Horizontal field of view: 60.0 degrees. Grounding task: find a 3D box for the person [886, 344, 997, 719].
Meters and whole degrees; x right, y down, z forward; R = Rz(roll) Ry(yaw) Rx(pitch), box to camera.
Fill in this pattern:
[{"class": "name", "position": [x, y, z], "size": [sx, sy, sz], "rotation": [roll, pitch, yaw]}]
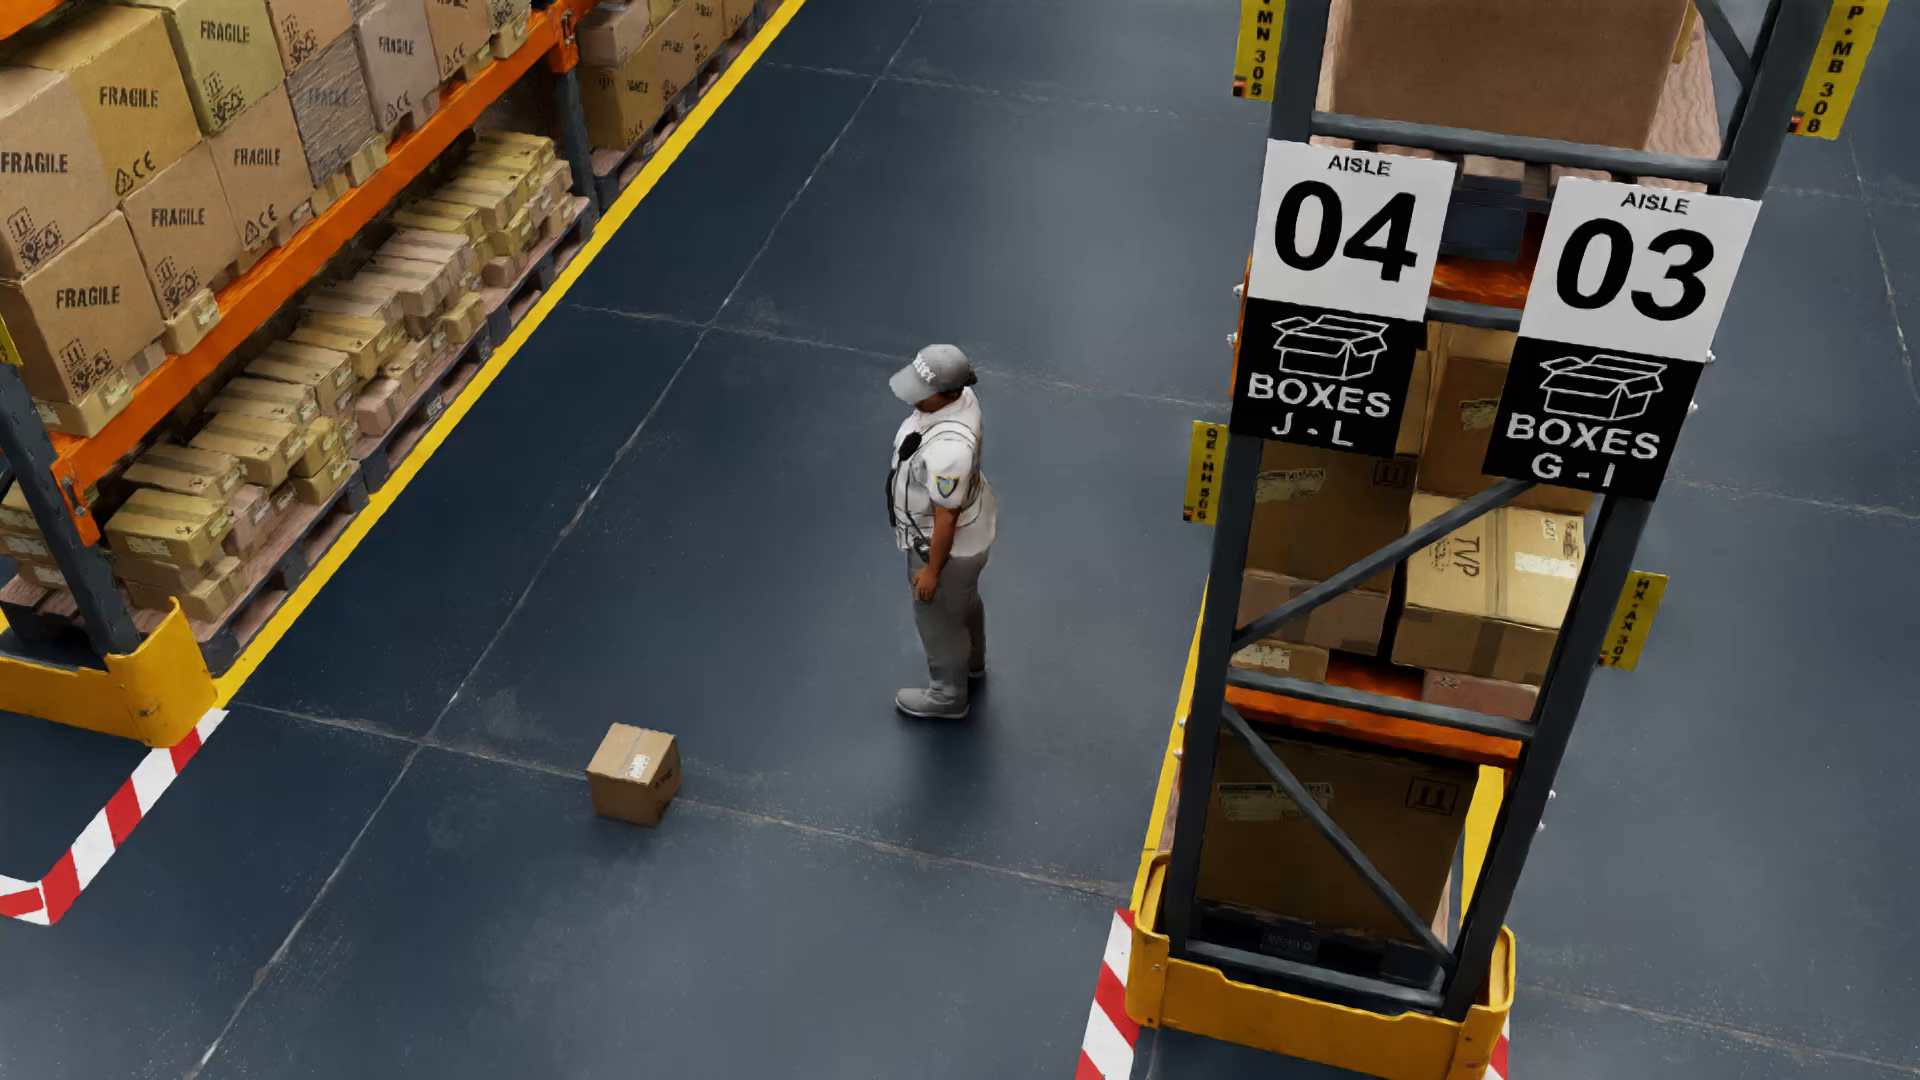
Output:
[{"class": "person", "position": [-0.056, -0.031, 6.160], "size": [0.386, 1.675, 0.564], "rotation": [4, 41, 5]}]
